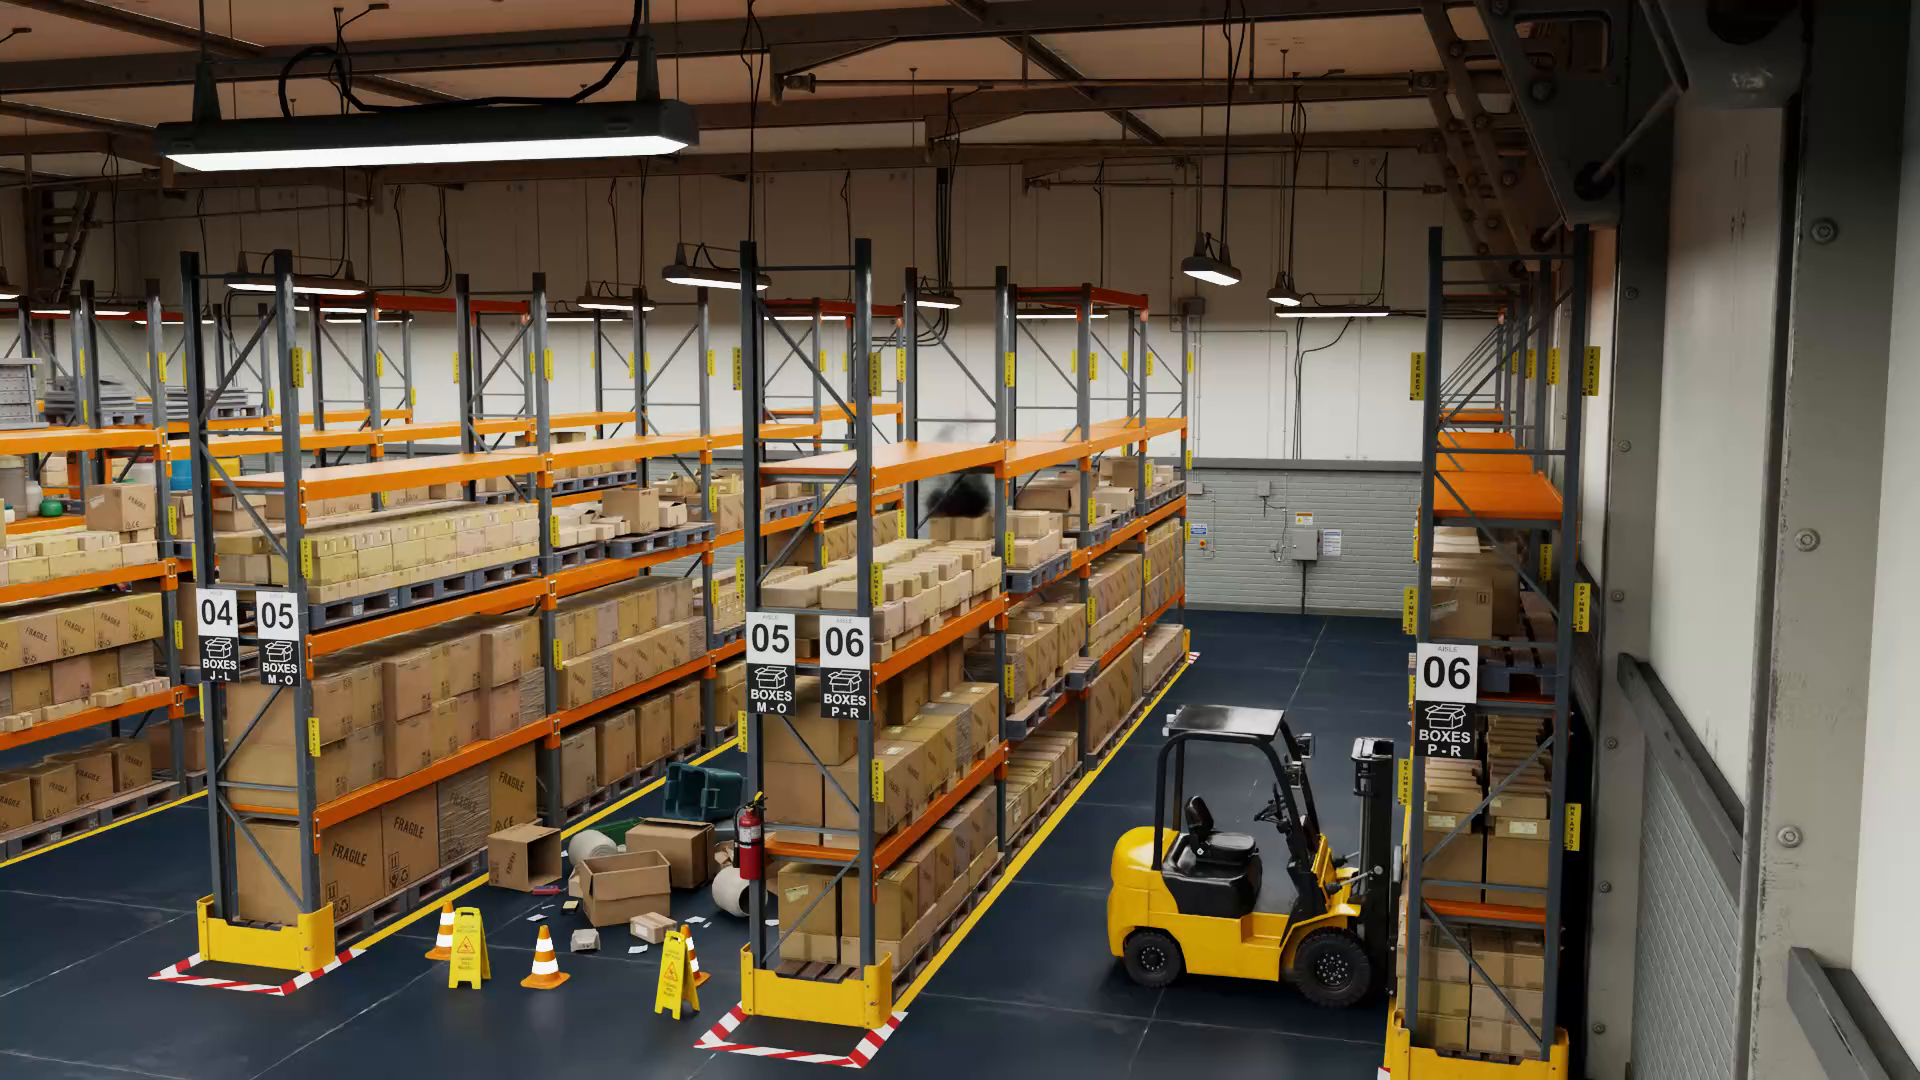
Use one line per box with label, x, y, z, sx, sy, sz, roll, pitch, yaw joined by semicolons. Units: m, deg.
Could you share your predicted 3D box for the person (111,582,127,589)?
person;-14.828;1.019;29.448;0.680;1.748;0.863;1;7;11
